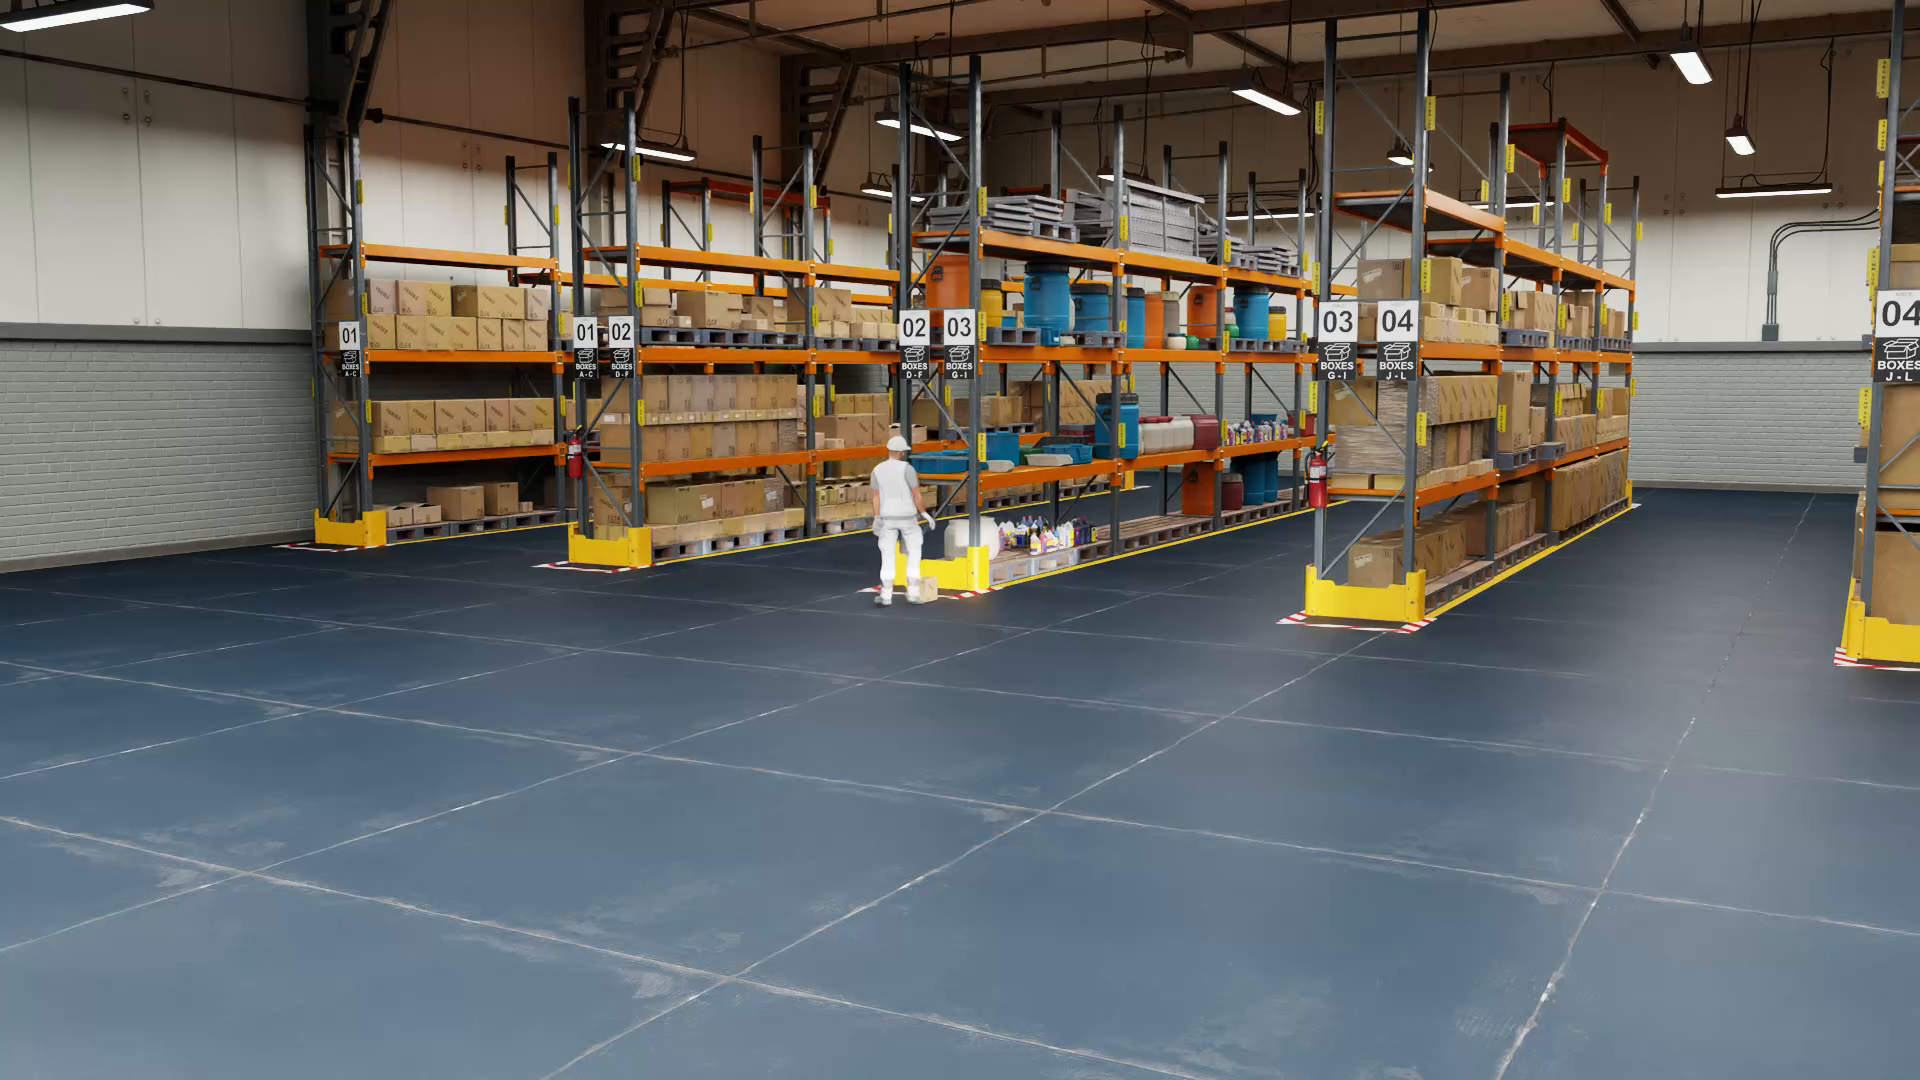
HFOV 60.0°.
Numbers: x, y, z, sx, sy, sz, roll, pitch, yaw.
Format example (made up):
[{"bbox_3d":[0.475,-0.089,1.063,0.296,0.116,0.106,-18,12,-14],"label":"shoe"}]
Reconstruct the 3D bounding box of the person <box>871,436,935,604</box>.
[{"bbox_3d":[-0.608,-0.199,17.748,0.703,1.815,0.427,2,6,16],"label":"person"}]
